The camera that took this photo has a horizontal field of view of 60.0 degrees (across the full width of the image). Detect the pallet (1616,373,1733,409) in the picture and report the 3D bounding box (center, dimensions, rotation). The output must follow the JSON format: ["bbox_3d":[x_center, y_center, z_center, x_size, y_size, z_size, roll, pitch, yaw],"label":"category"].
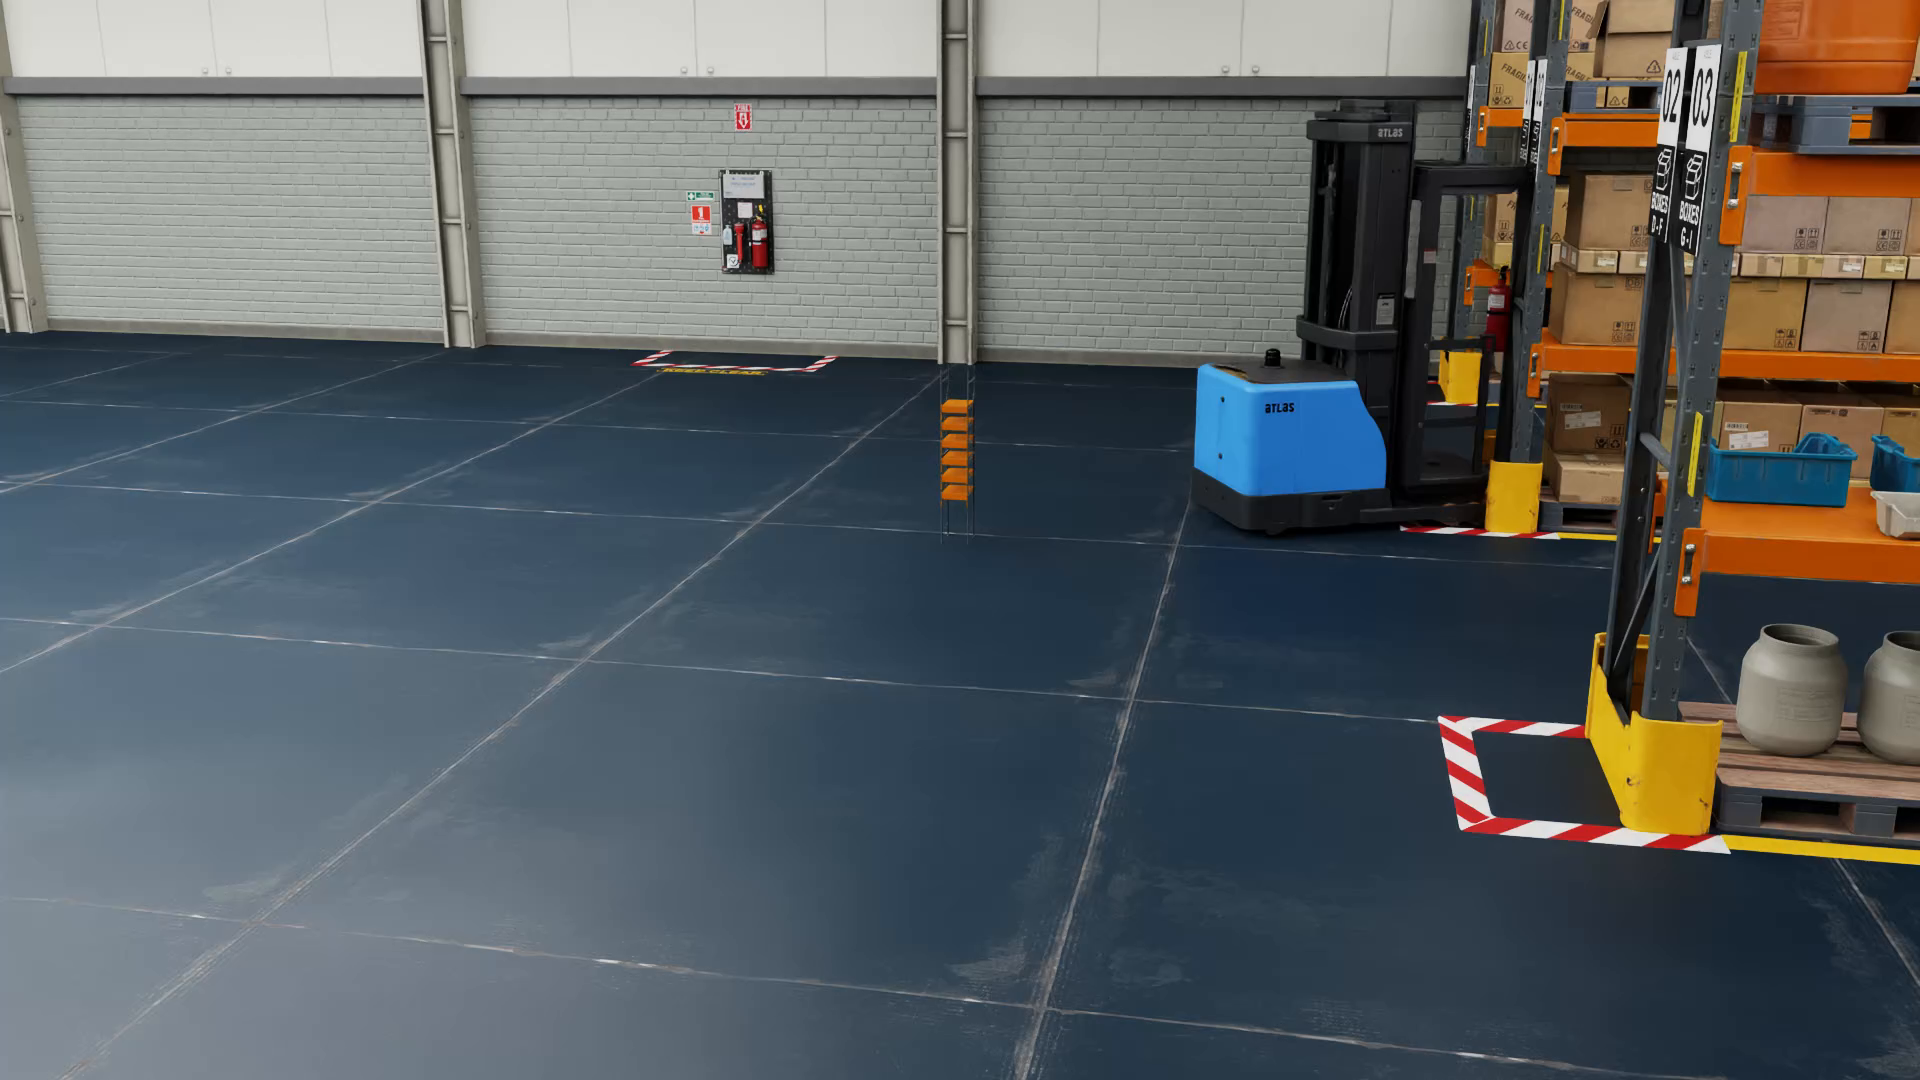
[{"bbox_3d":[7.051,-1.476,16.424,1.213,0.211,1.003,3,16,11],"label":"pallet"}]

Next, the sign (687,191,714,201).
[{"bbox_3d":[-2.959,-3.918,18.956,0.331,0.109,0.001,3,16,11],"label":"sign"}]

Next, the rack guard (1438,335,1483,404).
[{"bbox_3d":[5.070,-1.733,16.811,0.348,0.500,1.175,3,16,11],"label":"rack guard"}]

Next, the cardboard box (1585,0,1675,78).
[{"bbox_3d":[4.574,-3.379,11.210,0.637,0.503,0.797,4,16,15],"label":"cardboard box"}]

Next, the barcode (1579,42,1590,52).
[{"bbox_3d":[4.404,-3.481,11.733,0.075,0.075,0.001,3,16,11],"label":"barcode"}]

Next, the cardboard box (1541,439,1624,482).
[{"bbox_3d":[4.596,-0.571,12.300,0.500,0.250,0.500,3,16,11],"label":"cardboard box"}]

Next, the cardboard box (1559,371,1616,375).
[{"bbox_3d":[6.214,-1.767,16.465,0.500,0.311,0.500,4,16,16],"label":"cardboard box"}]

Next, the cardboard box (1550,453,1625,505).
[{"bbox_3d":[4.493,-0.436,11.811,0.500,0.250,0.500,3,16,11],"label":"cardboard box"}]

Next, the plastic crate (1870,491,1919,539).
[{"bbox_3d":[3.834,-0.091,6.695,0.250,0.136,0.298,3,16,11],"label":"plastic crate"}]

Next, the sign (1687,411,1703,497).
[{"bbox_3d":[2.907,-0.340,6.580,0.005,0.325,0.100,3,16,11],"label":"sign"}]

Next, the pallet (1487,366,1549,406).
[{"bbox_3d":[5.859,-1.541,16.660,1.213,0.211,1.003,3,16,11],"label":"pallet"}]

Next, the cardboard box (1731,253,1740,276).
[{"bbox_3d":[5.104,-1.888,11.286,0.250,0.149,0.380,3,16,10],"label":"cardboard box"}]

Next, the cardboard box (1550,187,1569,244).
[{"bbox_3d":[5.886,-3.107,15.929,0.500,0.500,0.500,3,16,11],"label":"cardboard box"}]

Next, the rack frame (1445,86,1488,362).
[{"bbox_3d":[4.995,-2.941,16.492,0.127,3.000,1.000,3,16,11],"label":"rack frame"}]

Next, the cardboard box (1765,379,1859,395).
[{"bbox_3d":[6.069,-0.857,11.926,0.500,0.500,0.500,3,16,11],"label":"cardboard box"}]

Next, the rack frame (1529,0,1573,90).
[{"bbox_3d":[4.012,-4.537,11.012,0.127,3.000,1.000,3,16,11],"label":"rack frame"}]

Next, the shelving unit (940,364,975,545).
[{"bbox_3d":[-0.014,-0.579,11.335,0.189,1.200,0.258,3,16,11],"label":"shelving unit"}]

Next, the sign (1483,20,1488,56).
[{"bbox_3d":[4.887,-4.666,15.462,0.005,0.325,0.100,3,16,11],"label":"sign"}]

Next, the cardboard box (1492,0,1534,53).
[{"bbox_3d":[5.325,-4.843,15.639,0.500,0.500,0.500,2,16,7],"label":"cardboard box"}]

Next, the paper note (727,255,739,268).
[{"bbox_3d":[-2.600,-3.194,19.054,0.142,0.148,0.016,3,16,11],"label":"paper note"}]

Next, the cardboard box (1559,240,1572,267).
[{"bbox_3d":[4.424,-2.036,11.820,0.250,0.149,0.380,3,16,10],"label":"cardboard box"}]

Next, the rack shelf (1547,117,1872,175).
[{"bbox_3d":[5.972,-2.638,11.125,4.000,0.370,1.077,3,16,11],"label":"rack shelf"}]

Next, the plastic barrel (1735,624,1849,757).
[{"bbox_3d":[3.681,0.662,7.358,0.421,0.512,0.421,0,15,0],"label":"plastic barrel"}]

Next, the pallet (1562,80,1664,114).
[{"bbox_3d":[4.700,-3.004,11.264,1.213,0.211,1.003,3,16,11],"label":"pallet"}]

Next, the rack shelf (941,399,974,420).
[{"bbox_3d":[-0.014,-0.883,11.250,0.180,0.103,0.258,3,16,11],"label":"rack shelf"}]

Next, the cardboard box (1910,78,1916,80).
[{"bbox_3d":[8.369,-4.194,15.171,0.500,0.500,0.500,4,16,13],"label":"cardboard box"}]

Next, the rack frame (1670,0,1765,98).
[{"bbox_3d":[3.021,-3.241,6.335,0.127,3.000,1.000,3,16,11],"label":"rack frame"}]

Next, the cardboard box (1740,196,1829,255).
[{"bbox_3d":[5.529,-2.235,11.323,0.500,0.500,0.700,3,16,11],"label":"cardboard box"}]

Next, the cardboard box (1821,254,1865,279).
[{"bbox_3d":[5.860,-1.847,11.138,0.250,0.149,0.380,3,16,12],"label":"cardboard box"}]

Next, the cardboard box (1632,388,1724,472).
[{"bbox_3d":[4.983,-0.771,11.617,0.500,0.500,0.500,3,16,11],"label":"cardboard box"}]

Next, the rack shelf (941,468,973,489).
[{"bbox_3d":[-0.014,-0.421,11.379,0.180,0.103,0.258,3,16,11],"label":"rack shelf"}]

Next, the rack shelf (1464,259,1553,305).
[{"bbox_3d":[6.955,-2.488,16.204,4.000,0.370,1.077,3,16,11],"label":"rack shelf"}]

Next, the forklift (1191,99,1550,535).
[{"bbox_3d":[3.290,-1.639,11.918,3.031,2.935,1.130,-4,16,-14],"label":"forklift"}]

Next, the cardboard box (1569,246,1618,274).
[{"bbox_3d":[4.354,-1.929,11.434,0.250,0.149,0.380,3,16,11],"label":"cardboard box"}]

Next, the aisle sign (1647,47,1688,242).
[{"bbox_3d":[3.010,-1.684,7.083,0.004,0.787,0.394,3,16,11],"label":"aisle sign"}]

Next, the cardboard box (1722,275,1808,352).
[{"bbox_3d":[5.468,-1.611,11.501,0.500,0.500,0.700,3,16,11],"label":"cardboard box"}]

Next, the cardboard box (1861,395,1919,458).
[{"bbox_3d":[6.455,-0.694,11.338,0.500,0.500,0.500,3,16,11],"label":"cardboard box"}]

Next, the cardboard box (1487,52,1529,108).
[{"bbox_3d":[5.273,-4.362,15.775,0.500,0.500,0.500,4,16,13],"label":"cardboard box"}]

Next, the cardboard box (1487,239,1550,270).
[{"bbox_3d":[5.410,-2.770,16.116,0.500,0.250,0.500,3,16,9],"label":"cardboard box"}]

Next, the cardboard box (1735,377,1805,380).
[{"bbox_3d":[7.890,-1.781,16.160,0.500,0.500,0.500,2,16,7],"label":"cardboard box"}]

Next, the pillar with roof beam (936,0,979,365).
[{"bbox_3d":[-0.884,-5.215,13.460,0.400,9.000,9.100,3,16,11],"label":"pillar with roof beam"}]
